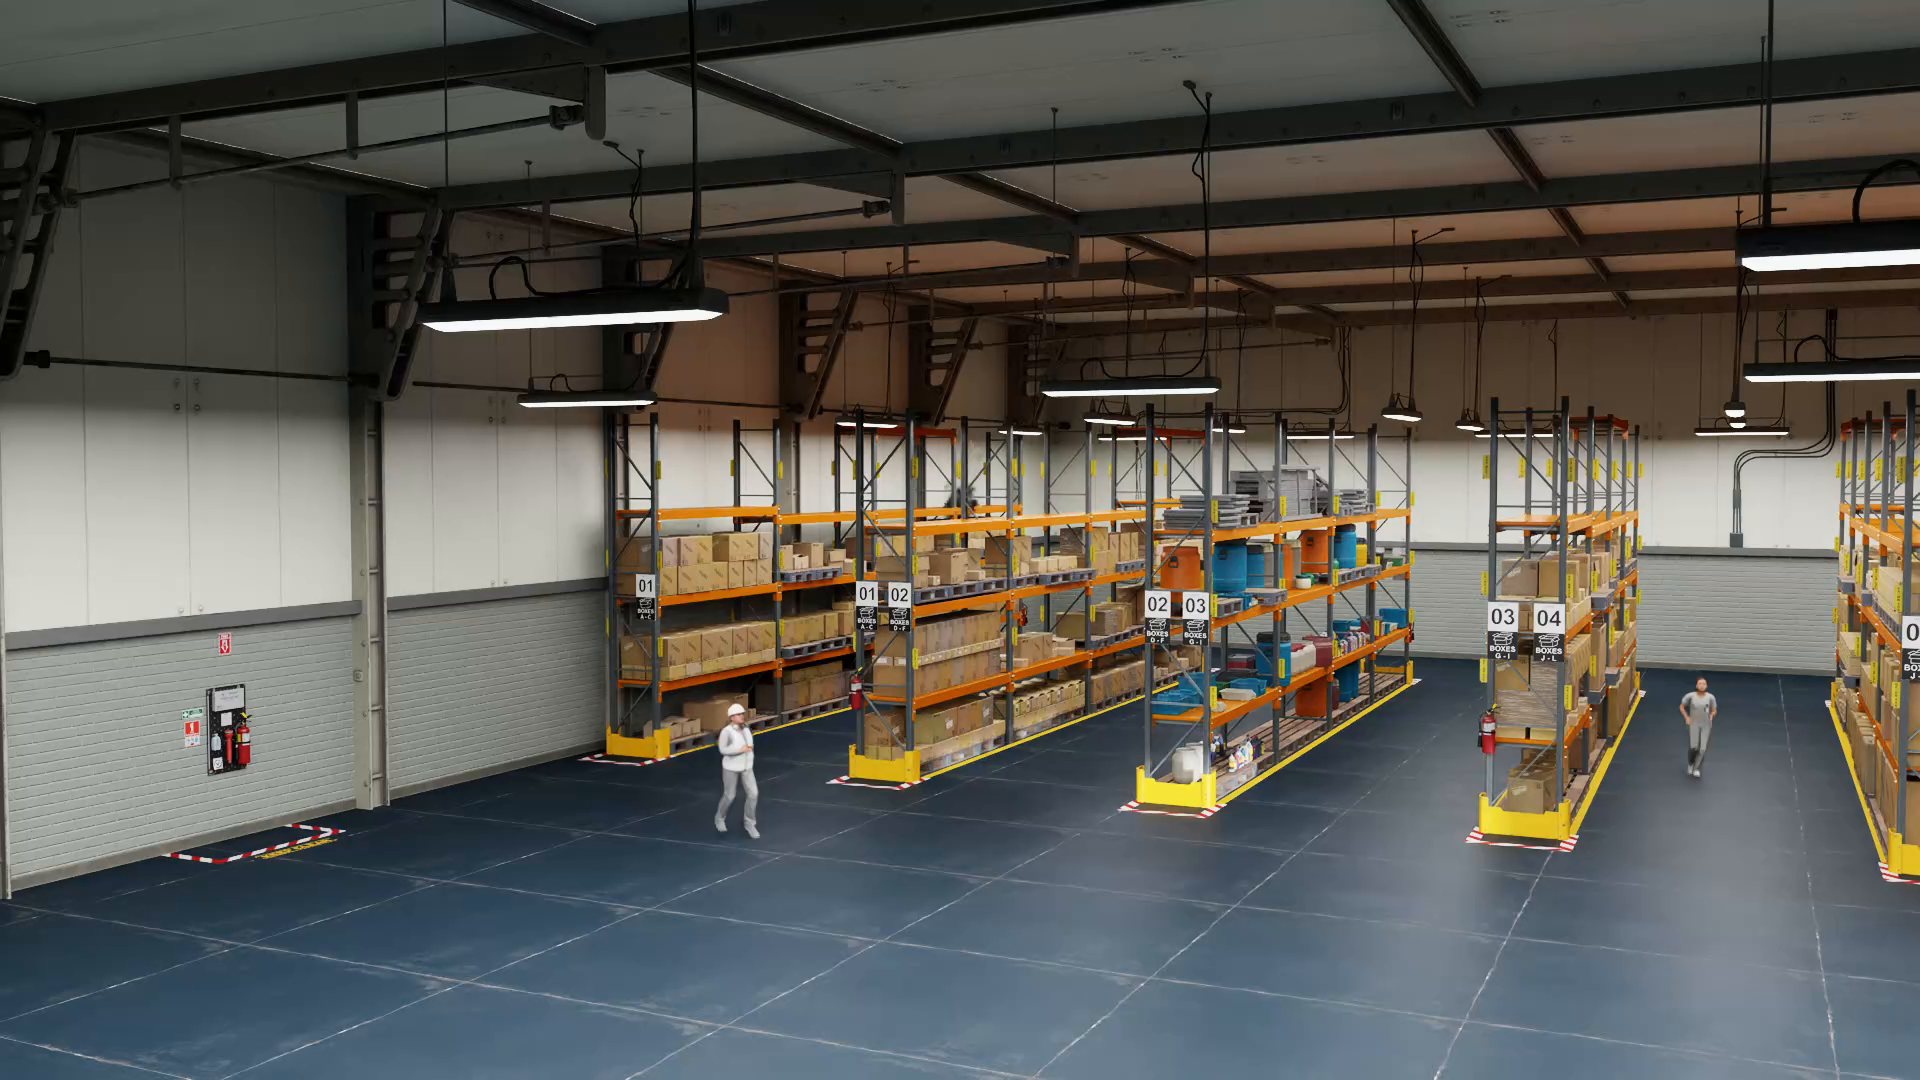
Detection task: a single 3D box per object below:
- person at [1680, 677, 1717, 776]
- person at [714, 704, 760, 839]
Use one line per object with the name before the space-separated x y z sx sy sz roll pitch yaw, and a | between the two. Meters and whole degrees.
person | 12.007 3.037 27.002 0.538 1.629 0.586 1 2 14
person | -3.055 3.155 22.747 0.786 1.840 0.660 2 3 44
